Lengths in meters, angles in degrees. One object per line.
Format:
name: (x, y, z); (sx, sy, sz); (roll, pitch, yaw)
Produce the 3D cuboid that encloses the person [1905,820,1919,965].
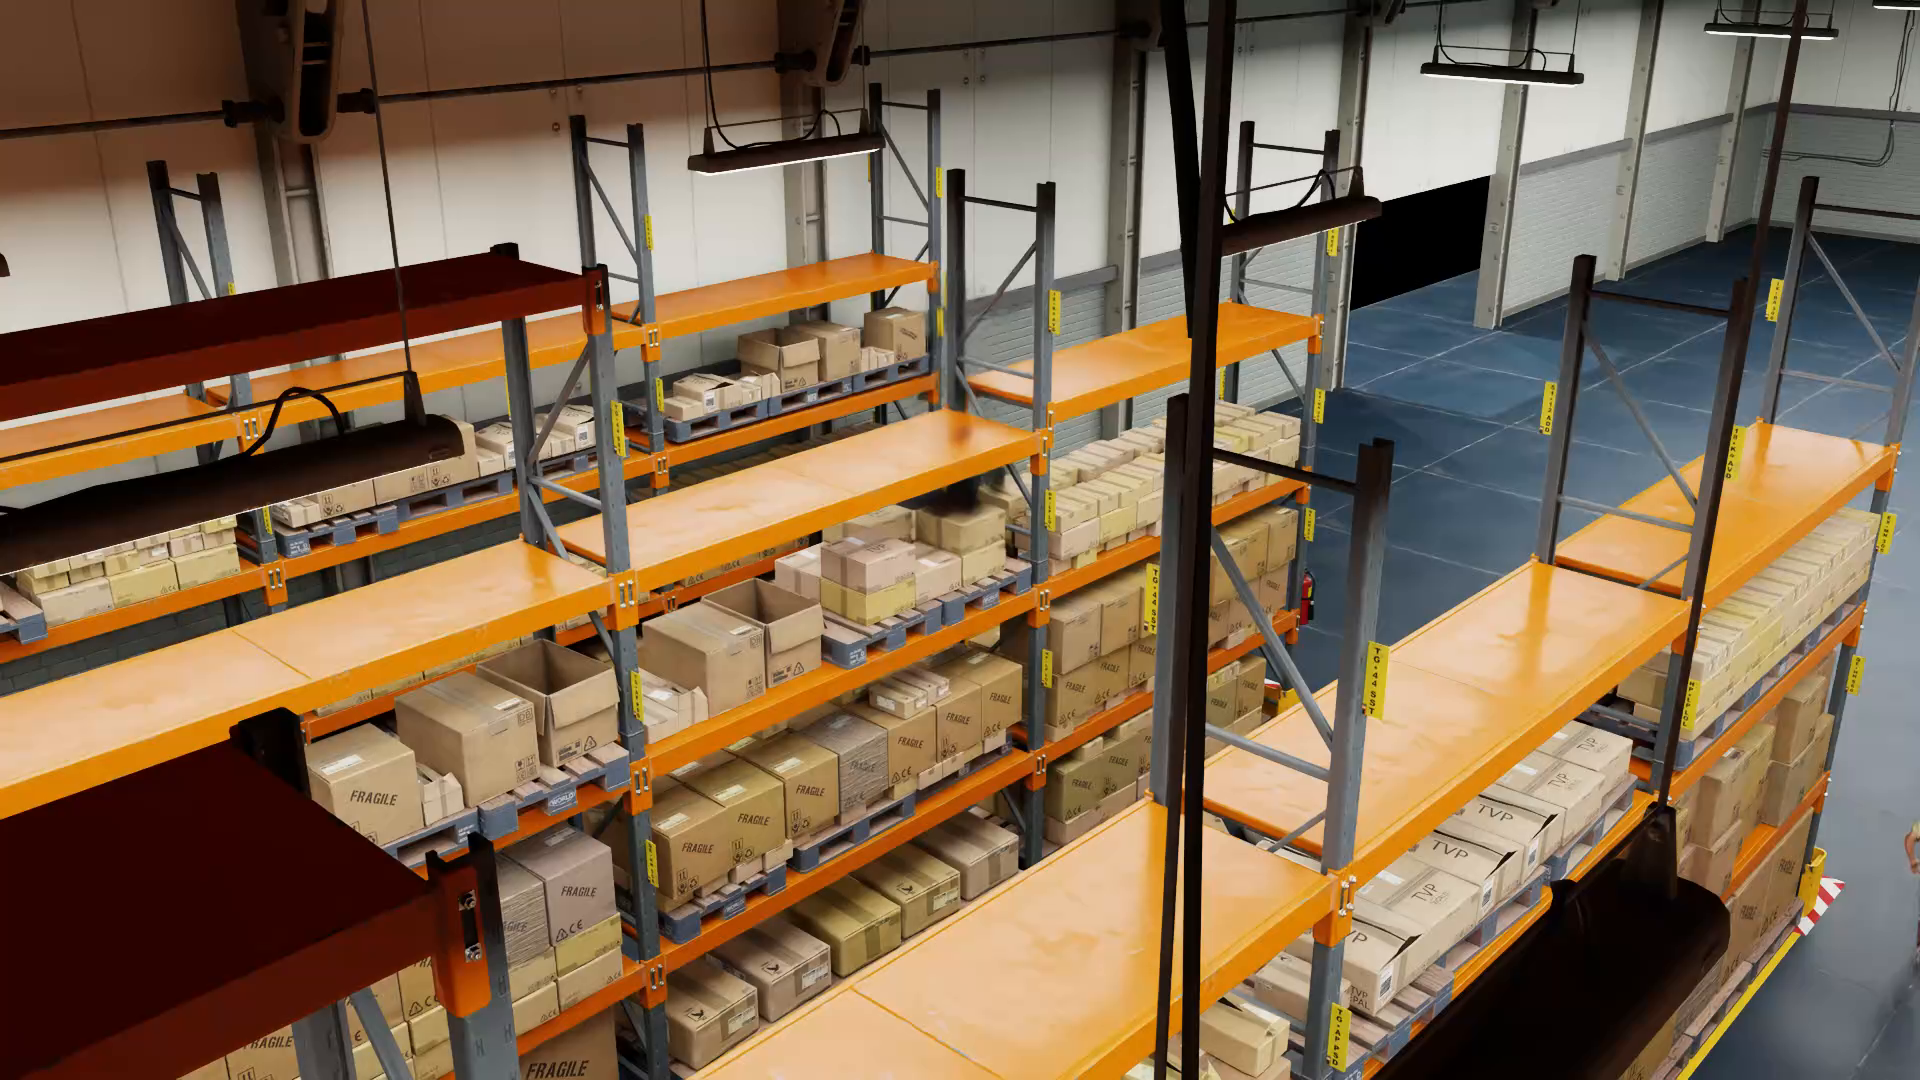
person: (7.664, 2.656, 12.964); (0.612, 1.647, 0.564); (18, 27, 38)
